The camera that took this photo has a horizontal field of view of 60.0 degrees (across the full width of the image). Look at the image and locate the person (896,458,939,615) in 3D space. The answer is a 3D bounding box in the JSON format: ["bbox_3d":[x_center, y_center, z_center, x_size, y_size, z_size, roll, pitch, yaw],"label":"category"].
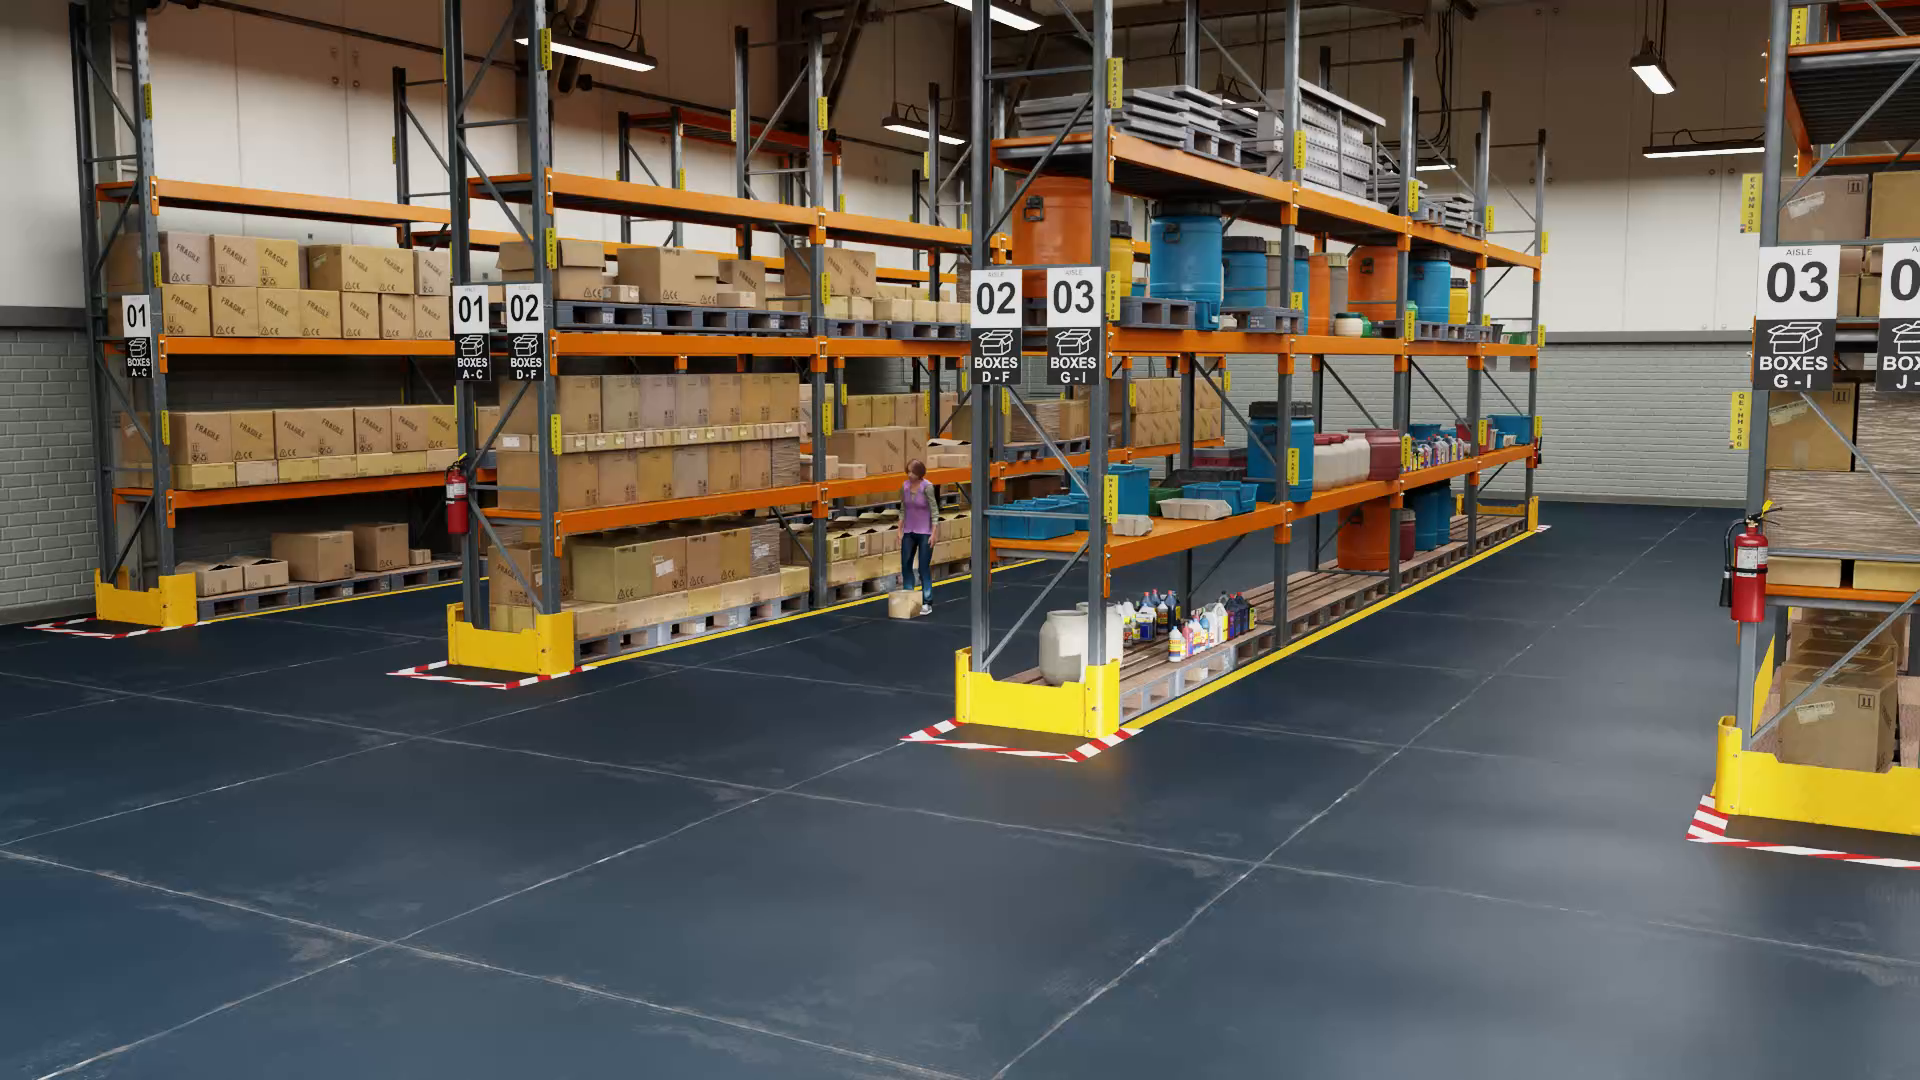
[{"bbox_3d":[-0.434,-0.041,16.952,0.473,1.593,0.350,4,7,31],"label":"person"}]
